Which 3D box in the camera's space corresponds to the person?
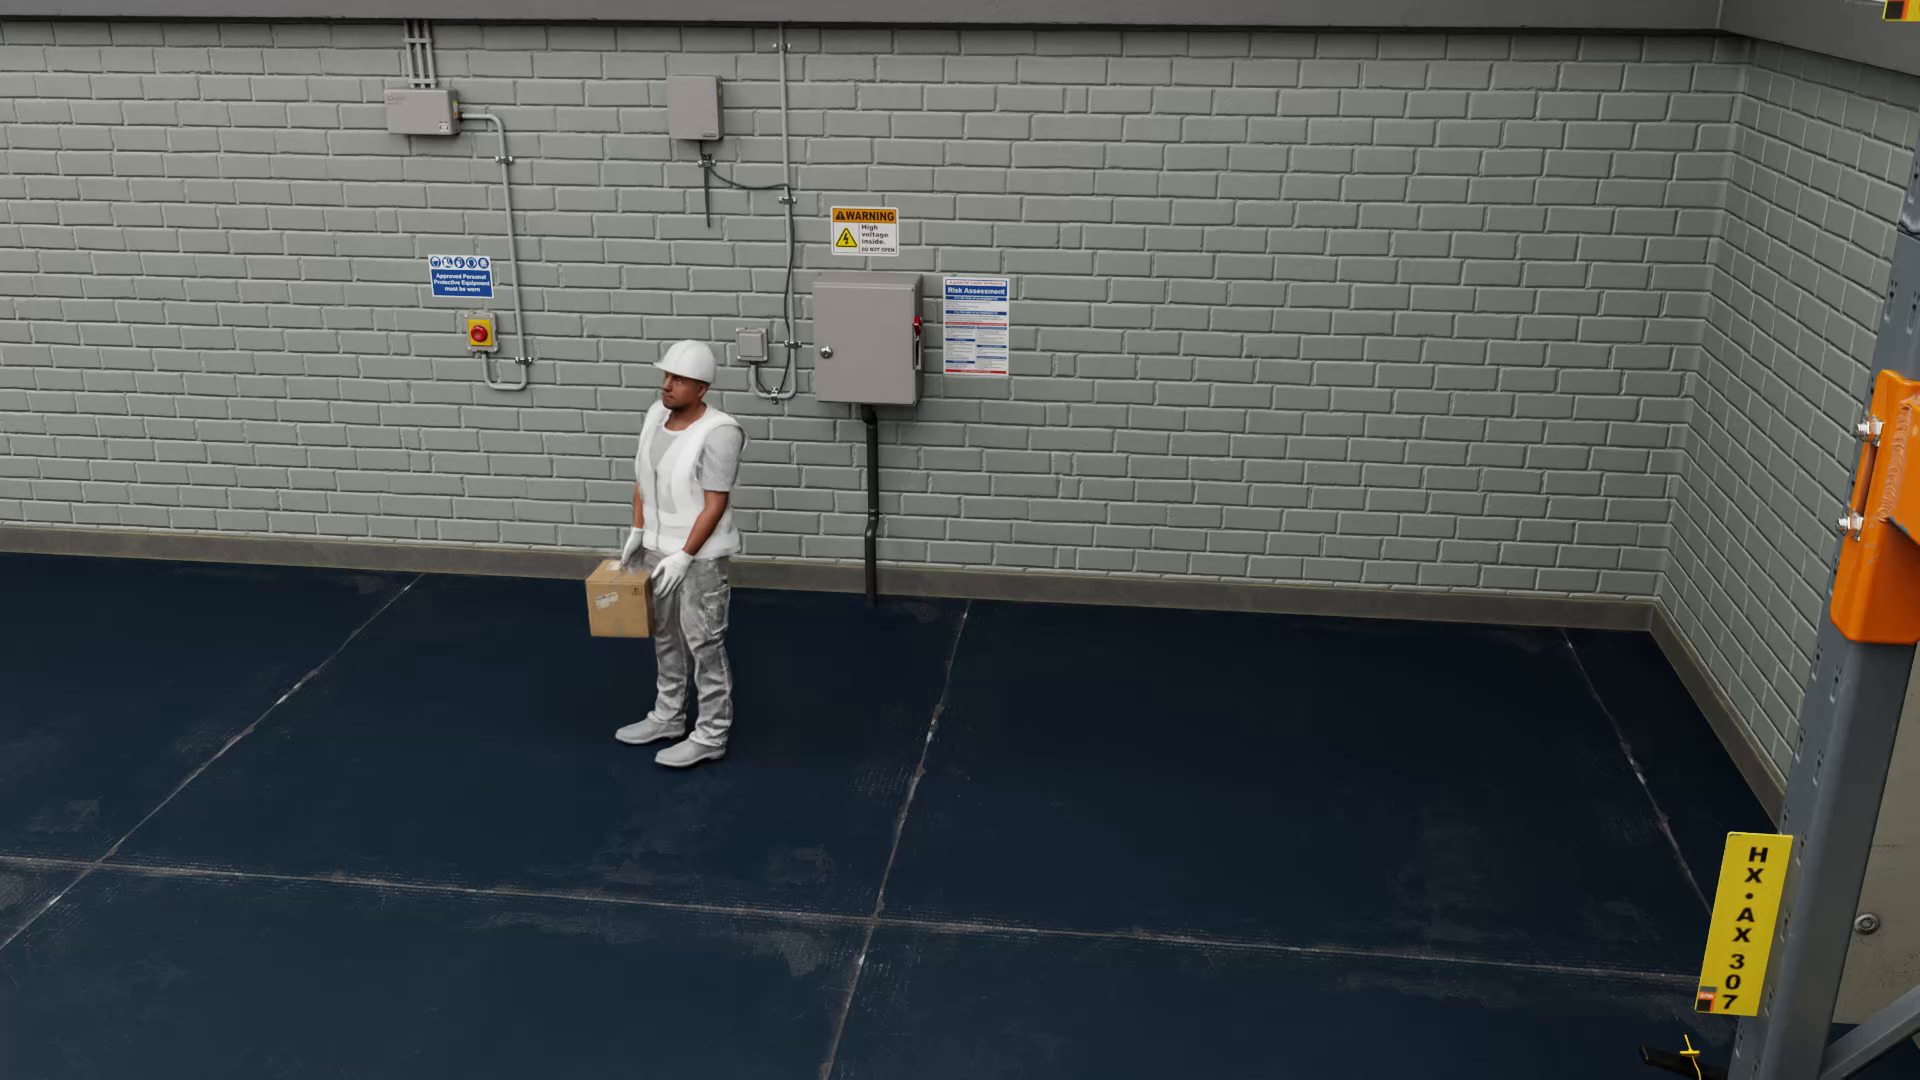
[{"bbox_3d":[-1.173,0.059,6.848,0.579,1.795,0.470,19,28,40],"label":"person"}]
